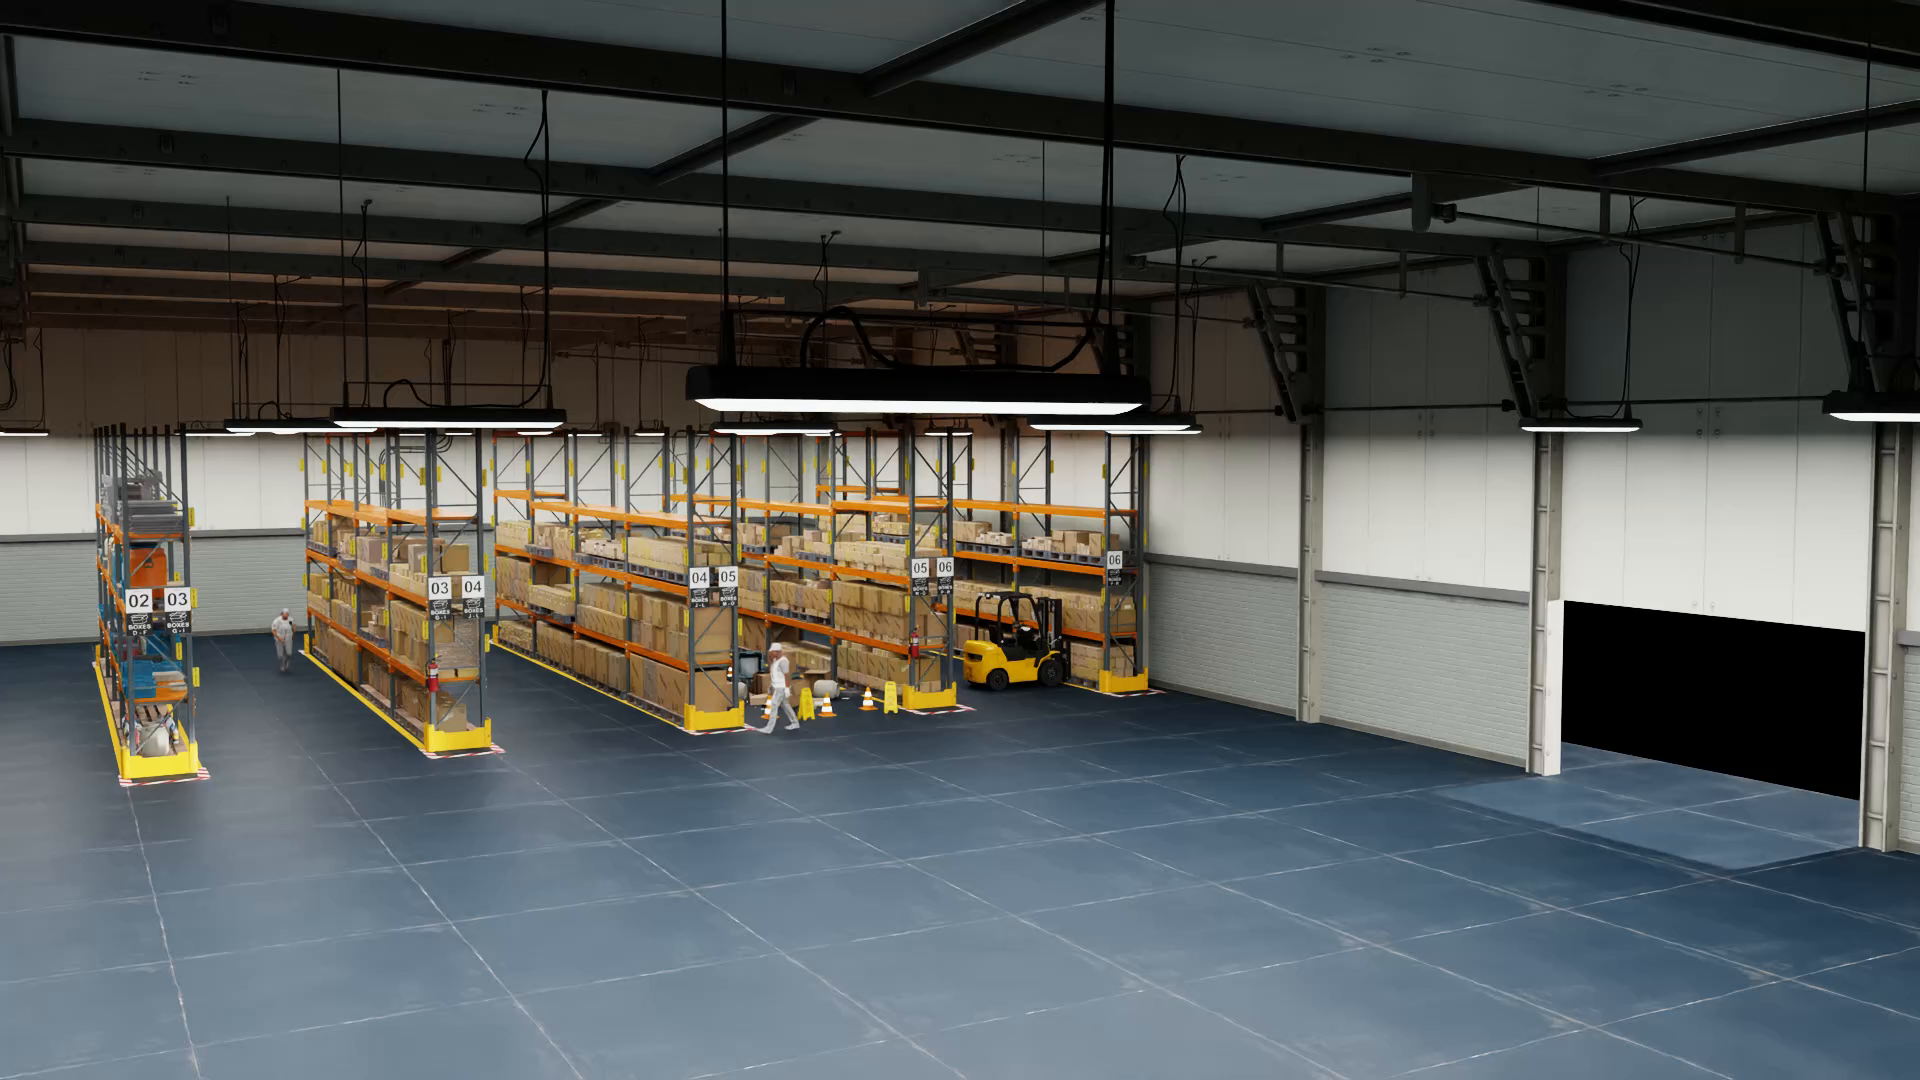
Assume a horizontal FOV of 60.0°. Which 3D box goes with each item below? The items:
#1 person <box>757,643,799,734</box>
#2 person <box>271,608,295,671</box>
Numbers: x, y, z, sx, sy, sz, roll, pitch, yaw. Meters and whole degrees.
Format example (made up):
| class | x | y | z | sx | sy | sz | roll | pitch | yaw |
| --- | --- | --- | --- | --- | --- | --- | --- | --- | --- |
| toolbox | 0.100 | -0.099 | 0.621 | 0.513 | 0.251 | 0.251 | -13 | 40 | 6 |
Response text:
| class | x | y | z | sx | sy | sz | roll | pitch | yaw |
| --- | --- | --- | --- | --- | --- | --- | --- | --- | --- |
| person | -3.565 | 2.882 | 32.505 | 0.905 | 1.752 | 0.576 | -1 | 4 | -19 |
| person | -16.668 | 2.455 | 40.985 | 0.563 | 1.584 | 0.628 | -2 | 4 | -25 |
